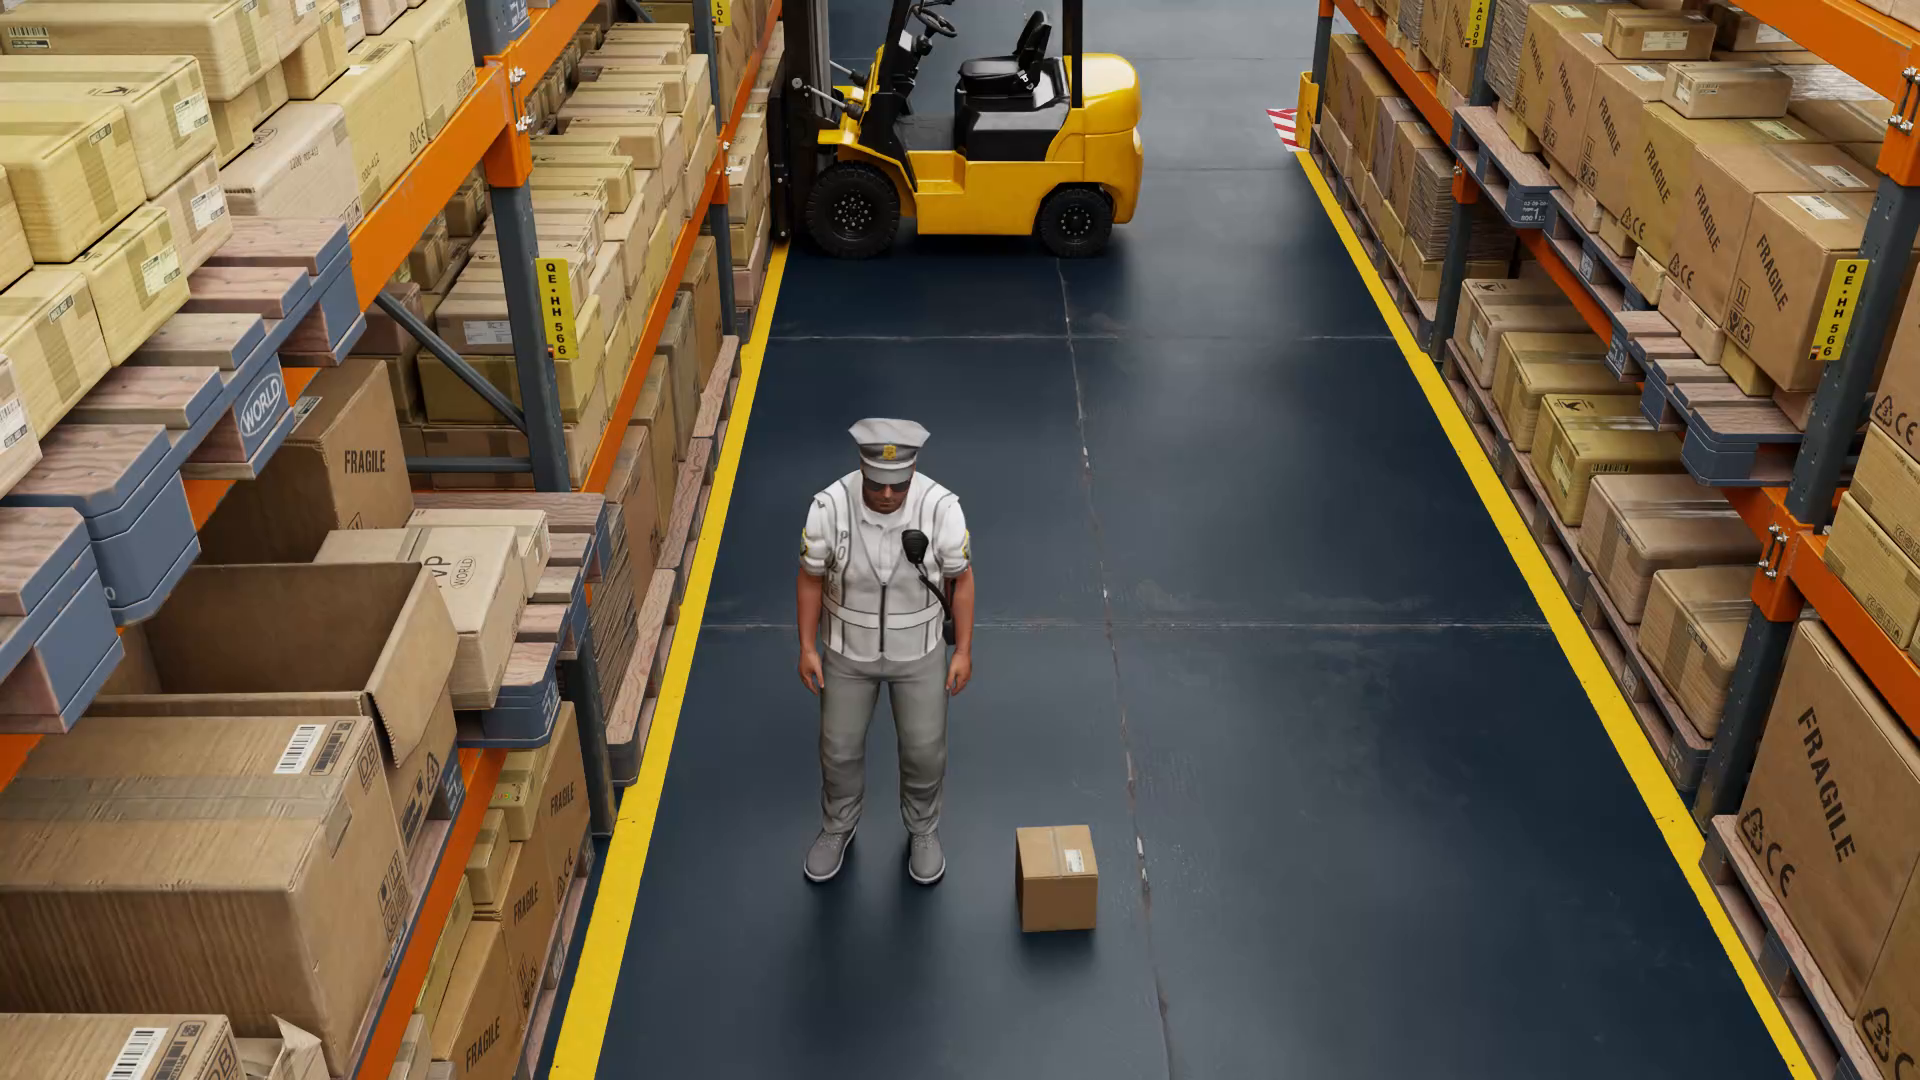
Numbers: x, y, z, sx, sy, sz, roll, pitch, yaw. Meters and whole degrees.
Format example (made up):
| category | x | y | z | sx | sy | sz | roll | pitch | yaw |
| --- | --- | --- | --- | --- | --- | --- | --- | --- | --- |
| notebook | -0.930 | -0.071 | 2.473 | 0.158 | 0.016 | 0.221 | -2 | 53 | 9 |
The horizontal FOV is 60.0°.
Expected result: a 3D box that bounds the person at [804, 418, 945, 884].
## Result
| category | x | y | z | sx | sy | sz | roll | pitch | yaw |
| --- | --- | --- | --- | --- | --- | --- | --- | --- | --- |
| person | -0.301 | 0.383 | 5.499 | 0.500 | 1.747 | 0.329 | 0 | 31 | 0 |
